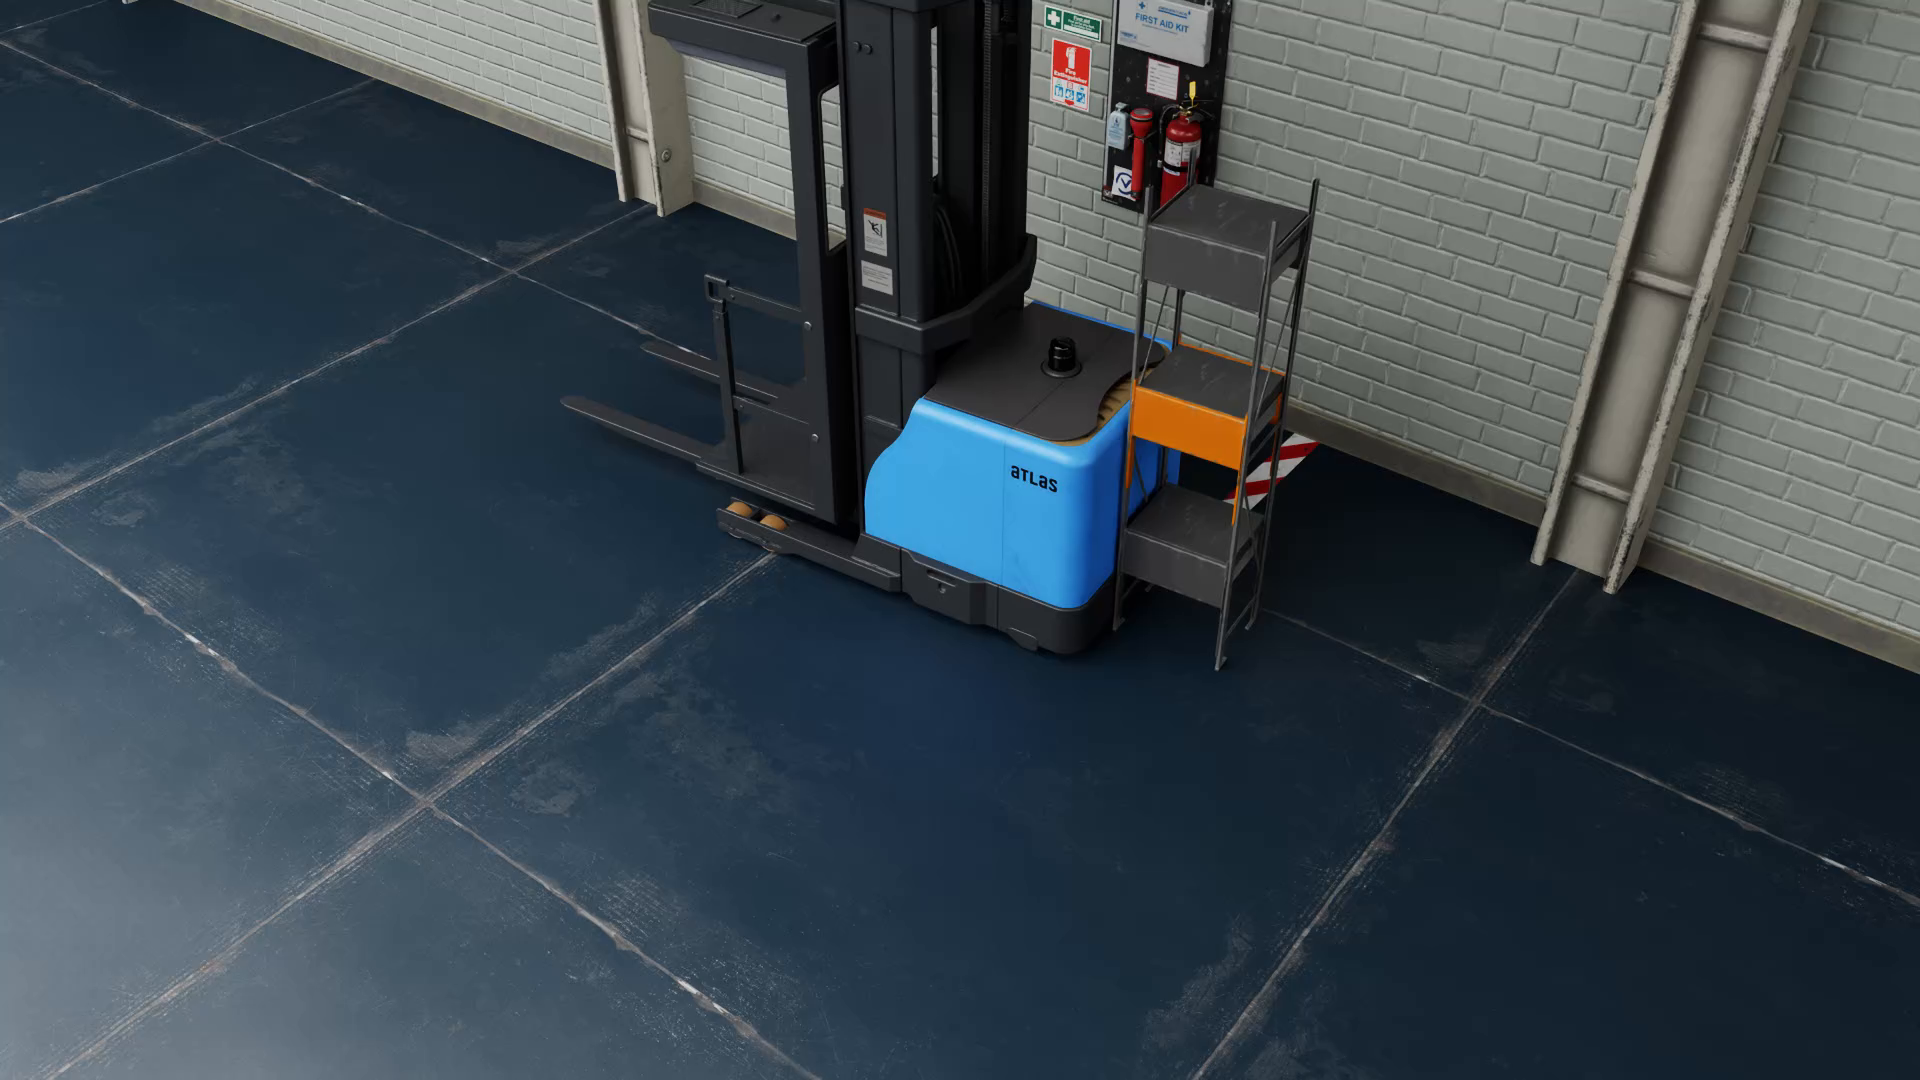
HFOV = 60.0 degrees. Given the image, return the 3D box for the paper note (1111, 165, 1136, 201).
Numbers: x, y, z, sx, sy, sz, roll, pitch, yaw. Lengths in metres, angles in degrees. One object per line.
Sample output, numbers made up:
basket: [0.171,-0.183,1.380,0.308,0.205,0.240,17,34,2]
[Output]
paper note: [0.825,-1.782,8.308,0.142,0.148,0.016,25,45,29]

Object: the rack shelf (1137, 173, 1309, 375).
rack shelf: [0.984,-0.998,6.208,0.480,0.518,0.431,21,43,24]

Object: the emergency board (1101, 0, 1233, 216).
emergency board: [0.923,-2.029,7.908,0.643,1.169,0.194,25,45,29]

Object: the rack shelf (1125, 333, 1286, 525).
rack shelf: [0.984,-0.446,6.639,0.480,0.518,0.431,21,43,24]

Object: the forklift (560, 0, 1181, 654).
forklift: [-0.531,-1.356,7.104,3.031,2.935,1.130,21,43,24]

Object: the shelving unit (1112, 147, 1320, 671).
shelving unit: [0.984,-0.457,6.631,0.503,2.100,0.431,21,43,24]

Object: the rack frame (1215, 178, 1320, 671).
rack frame: [1.191,-0.378,6.530,0.015,2.100,0.400,21,43,24]

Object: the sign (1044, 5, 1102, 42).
sign: [0.545,-2.503,8.055,0.331,0.109,0.001,25,45,29]

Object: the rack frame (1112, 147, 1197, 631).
rack frame: [0.776,-0.536,6.731,0.015,2.100,0.400,21,43,24]

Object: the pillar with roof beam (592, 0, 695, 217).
pillar with roof beam: [-4.518,-3.586,5.031,0.400,9.000,9.100,25,45,29]

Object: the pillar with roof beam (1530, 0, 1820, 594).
pillar with roof beam: [0.248,-1.339,2.160,0.400,9.000,9.100,25,45,29]

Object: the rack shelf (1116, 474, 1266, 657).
rack shelf: [0.984,0.105,7.071,0.480,0.518,0.431,21,43,24]

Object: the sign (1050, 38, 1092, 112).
sign: [0.547,-2.301,8.226,0.234,0.329,0.001,25,45,29]
